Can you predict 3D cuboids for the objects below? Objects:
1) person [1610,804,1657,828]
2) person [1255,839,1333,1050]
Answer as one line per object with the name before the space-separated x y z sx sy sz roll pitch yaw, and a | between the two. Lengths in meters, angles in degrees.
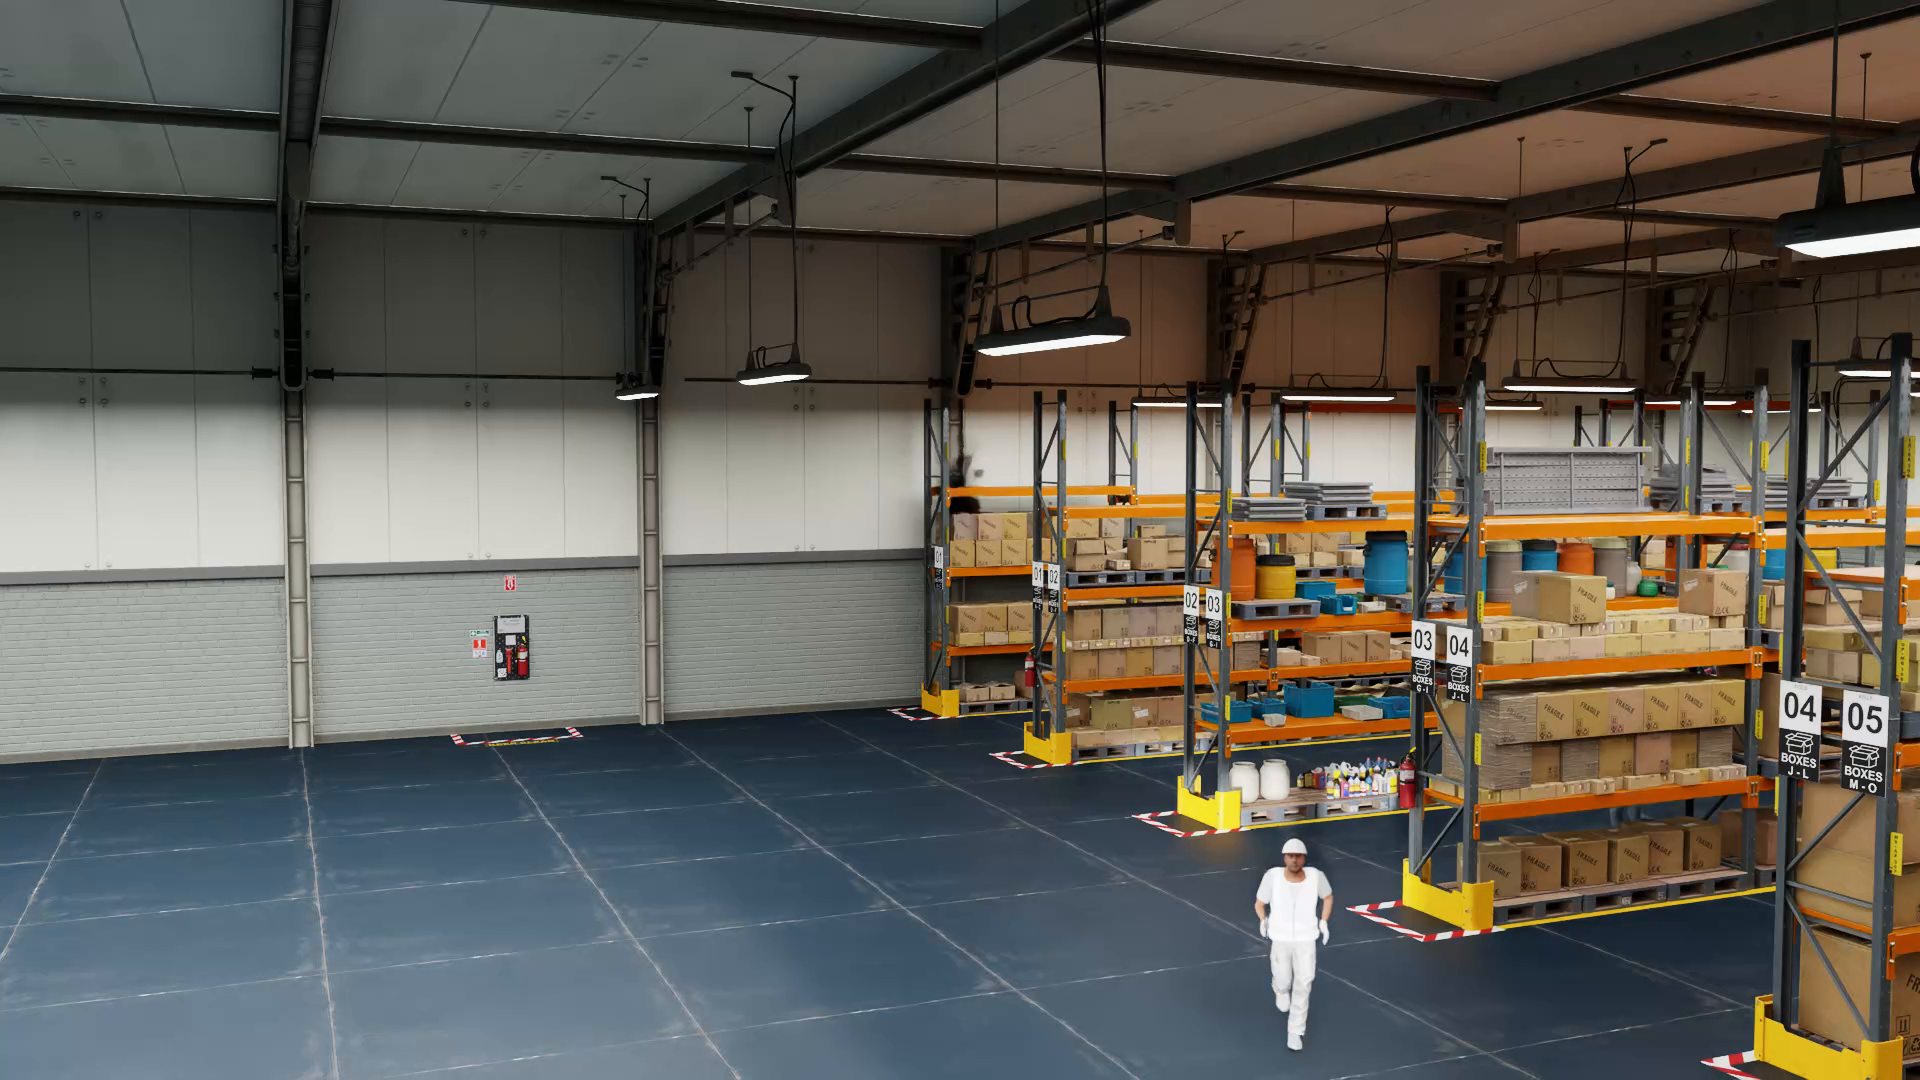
person | 8.462 3.069 20.915 0.795 1.733 0.711 -2 4 -26
person | 2.901 3.436 14.446 0.671 1.753 0.857 1 3 9
